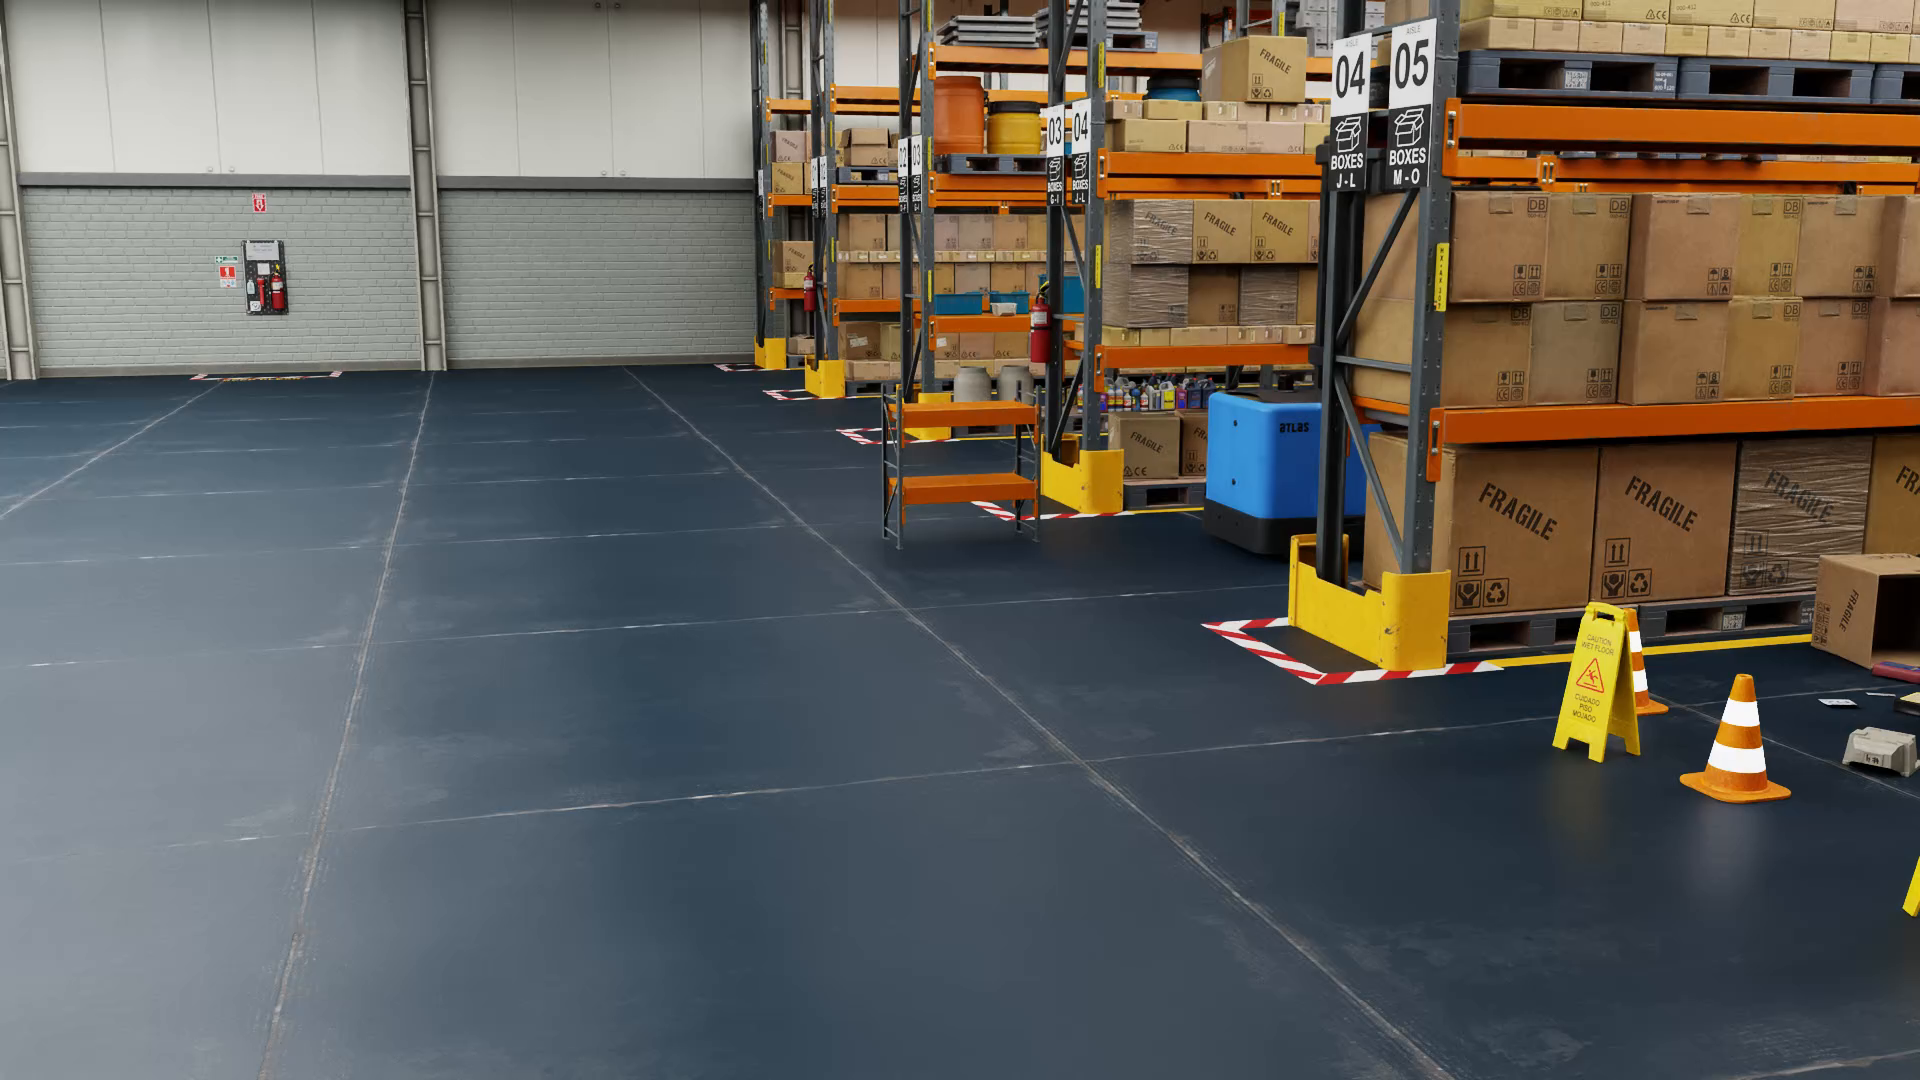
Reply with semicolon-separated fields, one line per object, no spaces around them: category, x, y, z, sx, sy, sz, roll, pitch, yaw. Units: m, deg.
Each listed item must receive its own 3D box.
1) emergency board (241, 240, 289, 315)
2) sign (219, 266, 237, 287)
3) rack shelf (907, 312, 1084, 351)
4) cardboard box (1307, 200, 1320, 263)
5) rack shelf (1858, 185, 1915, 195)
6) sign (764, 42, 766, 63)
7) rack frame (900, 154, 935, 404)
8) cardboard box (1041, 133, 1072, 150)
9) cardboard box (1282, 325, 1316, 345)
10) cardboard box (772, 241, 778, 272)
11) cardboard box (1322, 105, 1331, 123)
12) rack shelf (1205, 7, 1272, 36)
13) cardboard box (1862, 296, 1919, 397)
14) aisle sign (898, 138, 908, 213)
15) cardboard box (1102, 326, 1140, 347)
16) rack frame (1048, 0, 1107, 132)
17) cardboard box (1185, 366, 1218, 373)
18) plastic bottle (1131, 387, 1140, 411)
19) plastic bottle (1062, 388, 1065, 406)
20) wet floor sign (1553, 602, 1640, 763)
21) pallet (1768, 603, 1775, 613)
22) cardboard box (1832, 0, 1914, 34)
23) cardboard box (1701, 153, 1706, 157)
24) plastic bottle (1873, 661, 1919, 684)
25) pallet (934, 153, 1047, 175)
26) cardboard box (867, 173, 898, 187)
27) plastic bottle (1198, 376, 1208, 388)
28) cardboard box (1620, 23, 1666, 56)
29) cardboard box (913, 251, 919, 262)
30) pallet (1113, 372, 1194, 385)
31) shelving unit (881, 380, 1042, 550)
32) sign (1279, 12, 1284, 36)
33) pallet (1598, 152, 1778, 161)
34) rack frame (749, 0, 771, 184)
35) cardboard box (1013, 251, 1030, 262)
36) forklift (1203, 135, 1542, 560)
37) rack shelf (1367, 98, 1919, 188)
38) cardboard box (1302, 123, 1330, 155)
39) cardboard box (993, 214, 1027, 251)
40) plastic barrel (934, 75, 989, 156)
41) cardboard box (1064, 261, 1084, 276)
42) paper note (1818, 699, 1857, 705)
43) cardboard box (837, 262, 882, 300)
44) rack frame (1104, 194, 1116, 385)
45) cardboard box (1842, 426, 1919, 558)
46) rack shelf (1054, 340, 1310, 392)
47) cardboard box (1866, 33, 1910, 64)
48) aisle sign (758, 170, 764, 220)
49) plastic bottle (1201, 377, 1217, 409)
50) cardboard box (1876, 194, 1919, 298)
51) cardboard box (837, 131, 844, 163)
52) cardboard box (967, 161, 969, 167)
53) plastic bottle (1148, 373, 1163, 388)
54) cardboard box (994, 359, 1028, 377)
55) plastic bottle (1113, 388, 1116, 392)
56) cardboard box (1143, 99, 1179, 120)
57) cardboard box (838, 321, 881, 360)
emergency board;-10.953;-4.131;26.200;0.643;1.169;0.194;-3;11;-16
sign;-11.512;-4.138;26.142;0.234;0.329;0.001;-3;11;-16
rack shelf;1.451;-2.392;18.743;4.000;0.370;1.077;-3;11;-16
cardboard box;2.959;-2.527;13.631;0.500;0.500;0.500;-3;11;-16
rack shelf;12.972;-4.475;21.770;4.000;0.370;1.077;-3;11;-16
sign;-3.087;-7.721;26.336;0.005;0.325;0.100;-3;11;-16
rack frame;-0.470;-2.645;18.128;0.127;3.000;1.000;-3;11;-16
cardboard box;1.433;-5.529;23.685;0.500;0.500;0.500;-2;11;-11
cardboard box;2.722;-1.692;13.648;0.250;0.149;0.380;-3;11;-16
cardboard box;-2.845;-4.733;27.757;0.500;0.500;0.500;-3;11;-17
cardboard box;2.977;-3.451;13.537;0.250;0.149;0.380;-3;11;-18
rack shelf;6.363;-9.104;29.453;4.000;0.370;1.077;-3;11;-16
cardboard box;5.172;-1.140;9.541;0.550;0.550;0.875;-3;11;-16
aisle sign;-0.622;-3.971;18.154;0.004;0.787;0.394;-3;11;-16
cardboard box;1.255;-1.633;13.327;0.250;0.149;0.380;-3;11;-16
rack frame;0.915;-4.734;12.908;0.127;3.000;1.000;-3;11;-16
cardboard box;3.434;-2.592;24.278;0.500;0.250;0.500;-3;11;-18
plastic bottle;1.978;-1.590;18.717;0.097;0.271;0.097;0;10;0
plastic bottle;1.171;-1.654;19.261;0.097;0.201;0.097;0;10;0
wet floor sign;2.730;0.587;7.075;0.232;0.644;0.267;-5;12;-26
pallet;5.293;0.277;9.957;1.213;0.211;1.003;-3;11;-16
cardboard box;4.678;-2.802;8.855;0.500;0.250;0.500;-3;11;-16
cardboard box;7.090;-3.557;15.212;0.500;0.250;0.500;-3;11;-15
plastic bottle;4.714;0.665;8.267;0.133;0.061;0.283;-8;13;-36
pallet;0.352;-4.052;18.009;1.213;0.211;1.003;-3;11;-16
cardboard box;-1.316;-5.953;27.484;0.500;0.500;0.500;-2;11;-12
plastic bottle;2.793;-1.703;19.115;0.185;0.351;0.144;-3;11;-16
cardboard box;3.351;-2.524;8.445;0.250;0.149;0.380;-3;11;-16
cardboard box;-0.678;-3.895;22.853;0.250;0.149;0.380;-3;11;-17
pallet;2.687;-2.381;24.398;1.213;0.211;1.003;-3;11;-16
shelving unit;0.006;-0.554;11.946;1.048;1.125;0.538;-3;11;-16
sign;3.514;-5.599;18.181;0.005;0.325;0.100;-3;11;-16
pallet;6.373;-3.435;14.653;1.003;0.211;1.213;-3;11;-16
rack frame;-3.239;-7.317;26.940;0.127;3.000;1.000;-3;11;-16
cardboard box;0.811;-3.975;23.283;0.250;0.149;0.380;-3;11;-16
forklift;3.332;-1.429;11.715;3.031;2.935;1.130;-3;11;-14
rack shelf;4.124;-2.139;9.083;4.000;0.370;1.077;-3;11;-16
cardboard box;2.918;-3.243;13.510;0.500;0.250;0.500;-3;11;-14
cardboard box;0.600;-4.321;23.375;0.500;0.500;0.700;-3;11;-16
plastic barrel;-0.039;-4.584;18.033;0.708;0.830;0.600;-3;11;-16
cardboard box;1.566;-3.734;23.769;0.500;0.500;0.700;-3;11;-17
paper note;4.144;0.762;7.825;0.142;0.017;0.144;1;10;4
cardboard box;-1.399;-3.577;22.914;0.500;0.500;0.700;-3;11;-16
rack frame;1.990;-3.709;23.906;0.127;3.000;1.000;-3;11;-16
cardboard box;5.421;-0.261;9.887;0.875;0.875;0.875;-3;11;-15
rack shelf;2.835;-1.531;14.066;4.000;0.370;1.077;-3;11;-16
cardboard box;4.809;-2.601;8.862;0.250;0.149;0.380;-3;11;-15
aisle sign;-3.224;-5.590;26.945;0.004;0.787;0.394;-3;11;-16
plastic bottle;2.833;-1.678;18.979;0.185;0.351;0.144;-3;11;-17
cardboard box;5.185;-1.663;9.398;0.550;0.550;0.875;-3;11;-16
cardboard box;-1.816;-6.415;27.228;0.500;0.500;0.500;-3;11;-14
cardboard box;-0.180;-5.342;22.674;0.500;0.500;0.500;-3;11;-16
plastic bottle;2.299;-1.783;19.546;0.185;0.351;0.144;-4;11;-18
cardboard box;0.647;-2.450;23.504;0.500;0.250;0.500;-3;11;-16
plastic bottle;1.788;-1.659;19.289;0.097;0.201;0.097;0;10;0
cardboard box;1.520;-3.351;12.994;0.250;0.149;0.380;-3;11;-15
cardboard box;-1.419;-2.808;23.378;0.500;0.500;0.500;-3;11;-16
